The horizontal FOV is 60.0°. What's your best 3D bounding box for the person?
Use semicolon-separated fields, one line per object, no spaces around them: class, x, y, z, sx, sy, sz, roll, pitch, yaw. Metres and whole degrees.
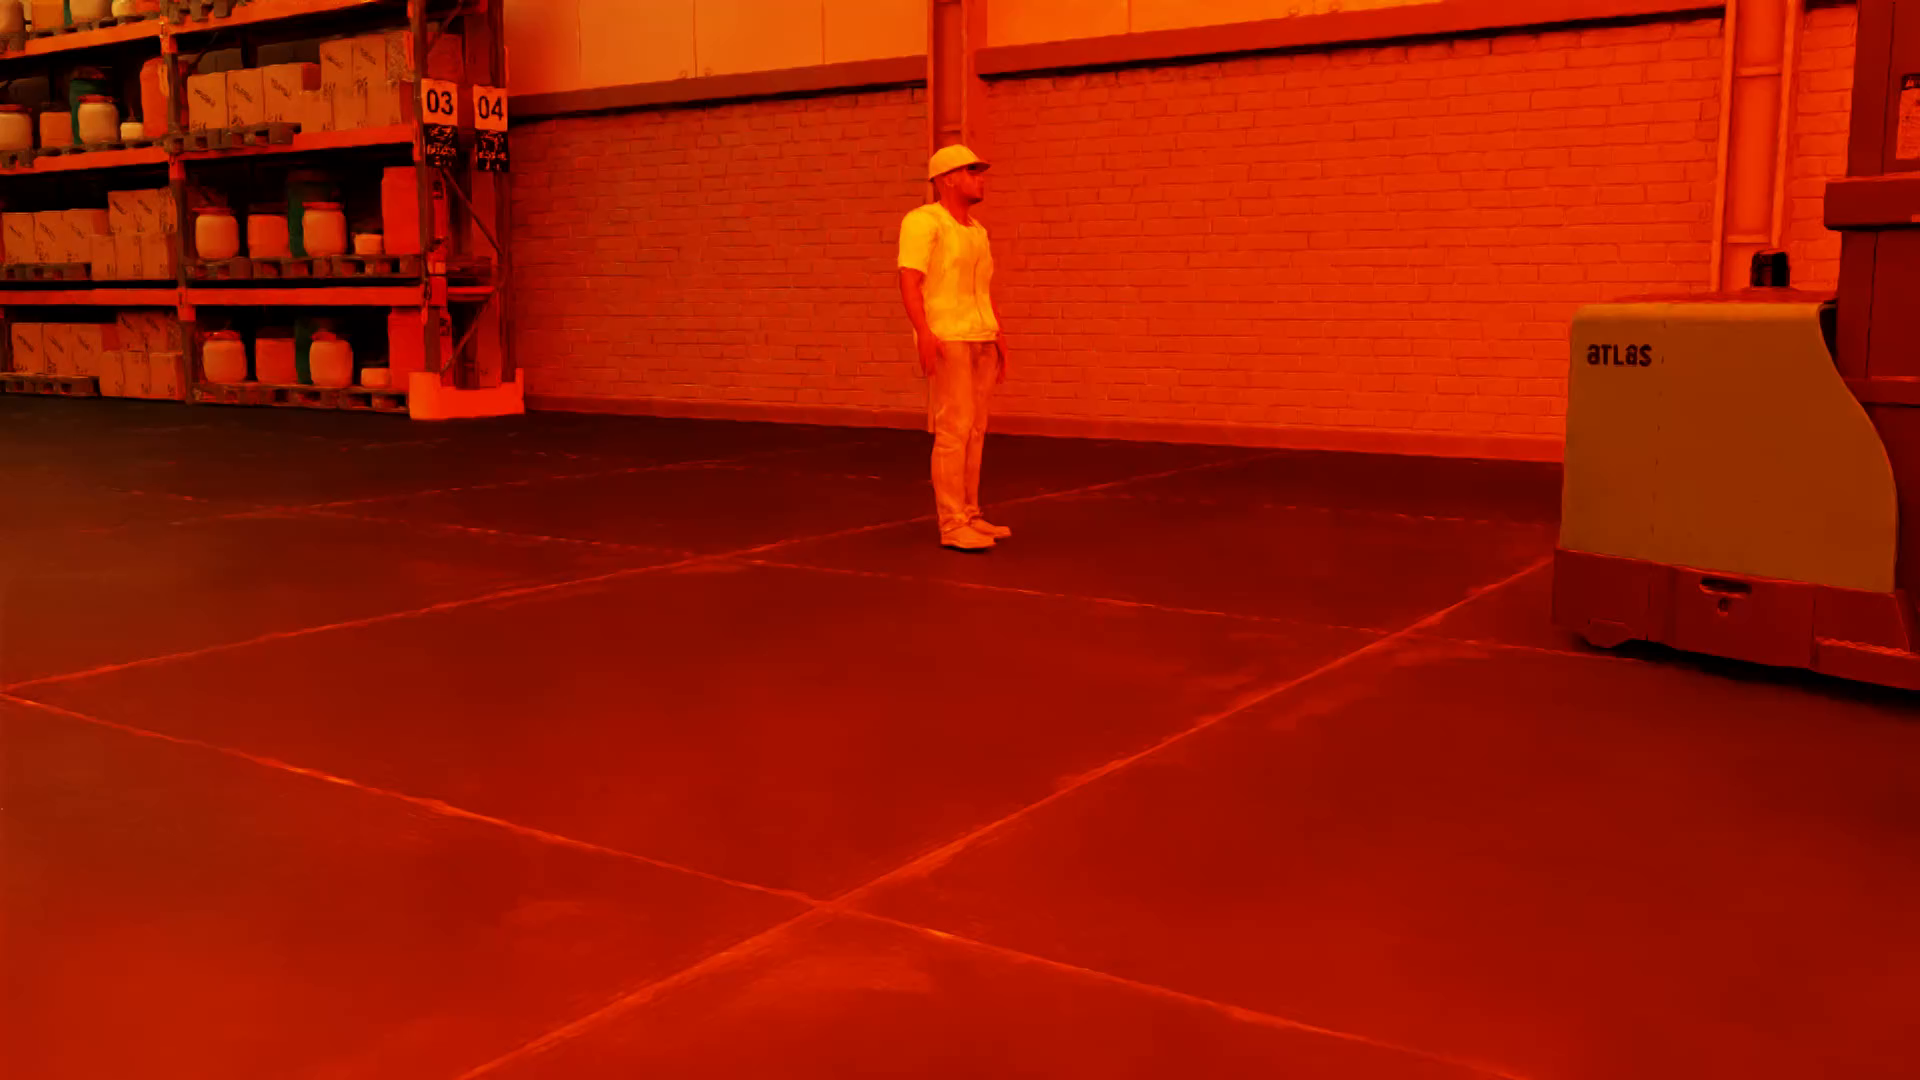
person;0.055;-0.875;7.435;0.576;1.766;0.665;5;10;34

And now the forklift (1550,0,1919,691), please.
forklift;3.144;-0.992;4.172;1.130;2.935;3.031;-6;10;-36
